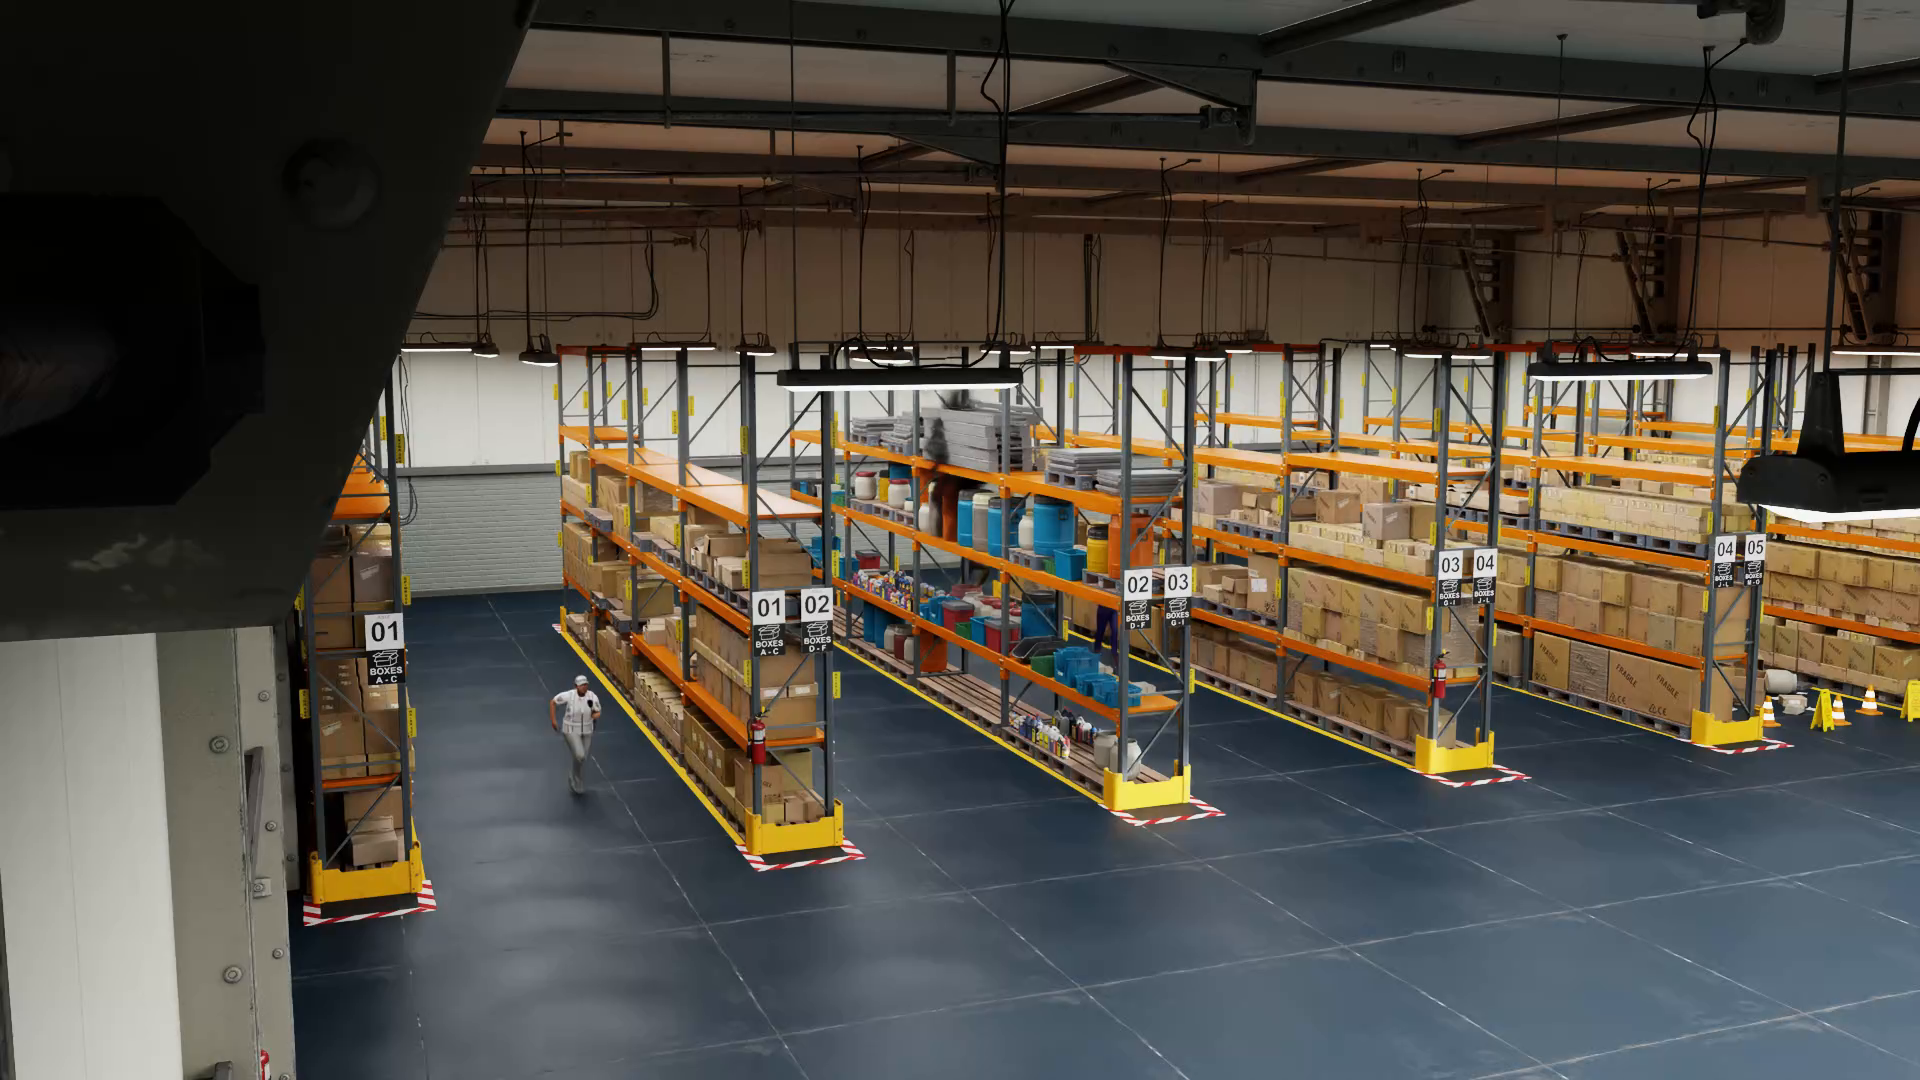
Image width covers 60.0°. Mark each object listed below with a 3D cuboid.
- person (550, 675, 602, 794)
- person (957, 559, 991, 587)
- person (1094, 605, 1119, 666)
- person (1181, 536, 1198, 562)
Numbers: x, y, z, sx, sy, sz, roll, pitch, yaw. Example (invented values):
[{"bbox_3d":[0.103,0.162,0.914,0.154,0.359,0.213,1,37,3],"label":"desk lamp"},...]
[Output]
[{"bbox_3d":[-5.206,2.637,22.673,0.632,1.642,0.771,-5,9,-33],"label":"person"},{"bbox_3d":[0.332,0.473,39.340,0.992,1.742,0.691,-2,8,-19],"label":"person"},{"bbox_3d":[2.731,1.394,30.541,0.607,1.729,0.774,-2,7,-14],"label":"person"},{"bbox_3d":[5.782,0.201,41.860,0.873,1.599,0.529,-6,10,-41],"label":"person"}]
